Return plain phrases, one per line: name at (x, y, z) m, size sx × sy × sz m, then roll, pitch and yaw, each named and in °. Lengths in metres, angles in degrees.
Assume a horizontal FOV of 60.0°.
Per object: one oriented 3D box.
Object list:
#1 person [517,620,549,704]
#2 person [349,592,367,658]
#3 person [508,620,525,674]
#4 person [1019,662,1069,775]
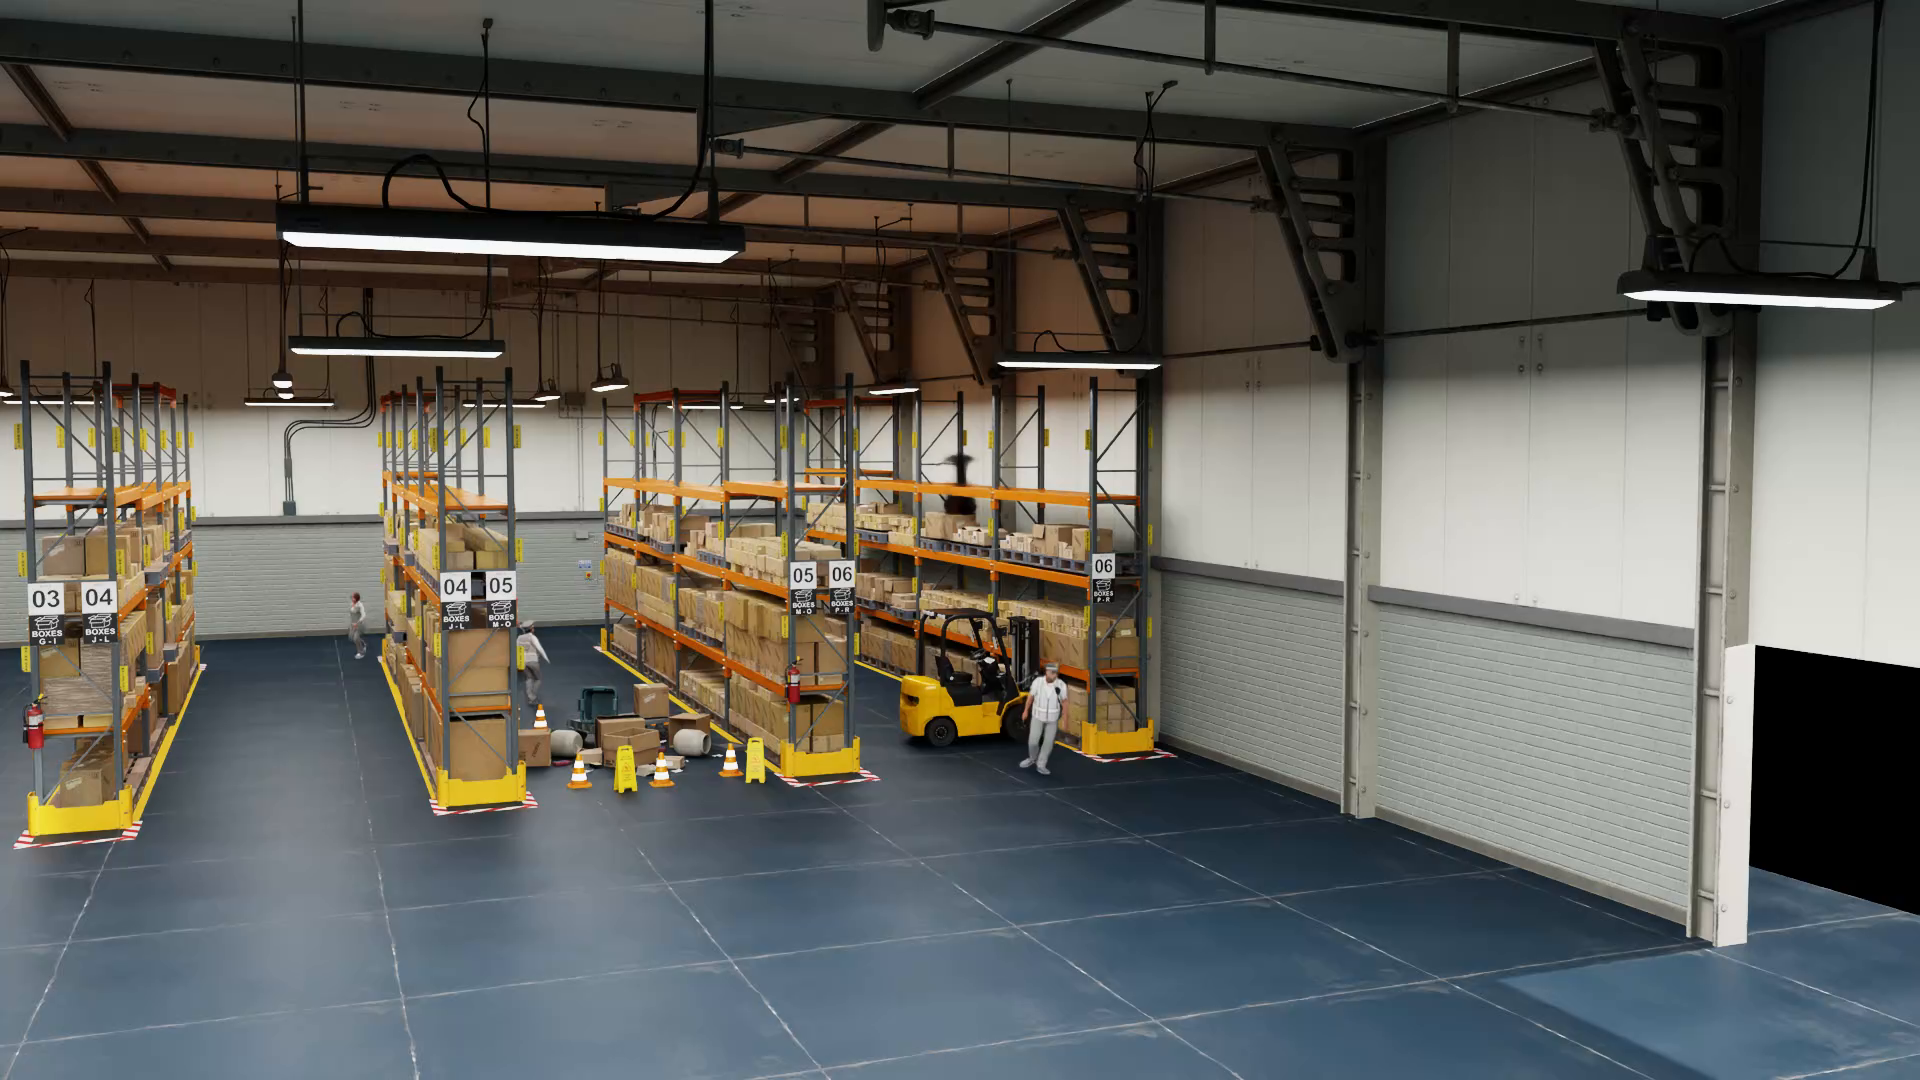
person at (-8.168, 2.333, 31.508) m, size 0.692 × 1.606 × 0.507 m, roll 0°, pitch 3°, yaw 8°
person at (-13.788, 1.948, 38.163) m, size 0.542 × 1.537 × 0.570 m, roll 2°, pitch 4°, yaw 31°
person at (-9.647, 2.034, 35.501) m, size 0.791 × 1.727 × 0.699 m, roll 1°, pitch 3°, yaw 9°
person at (1.260, 2.658, 24.869) m, size 0.709 × 1.710 × 0.582 m, roll 0°, pitch 3°, yaw -5°
